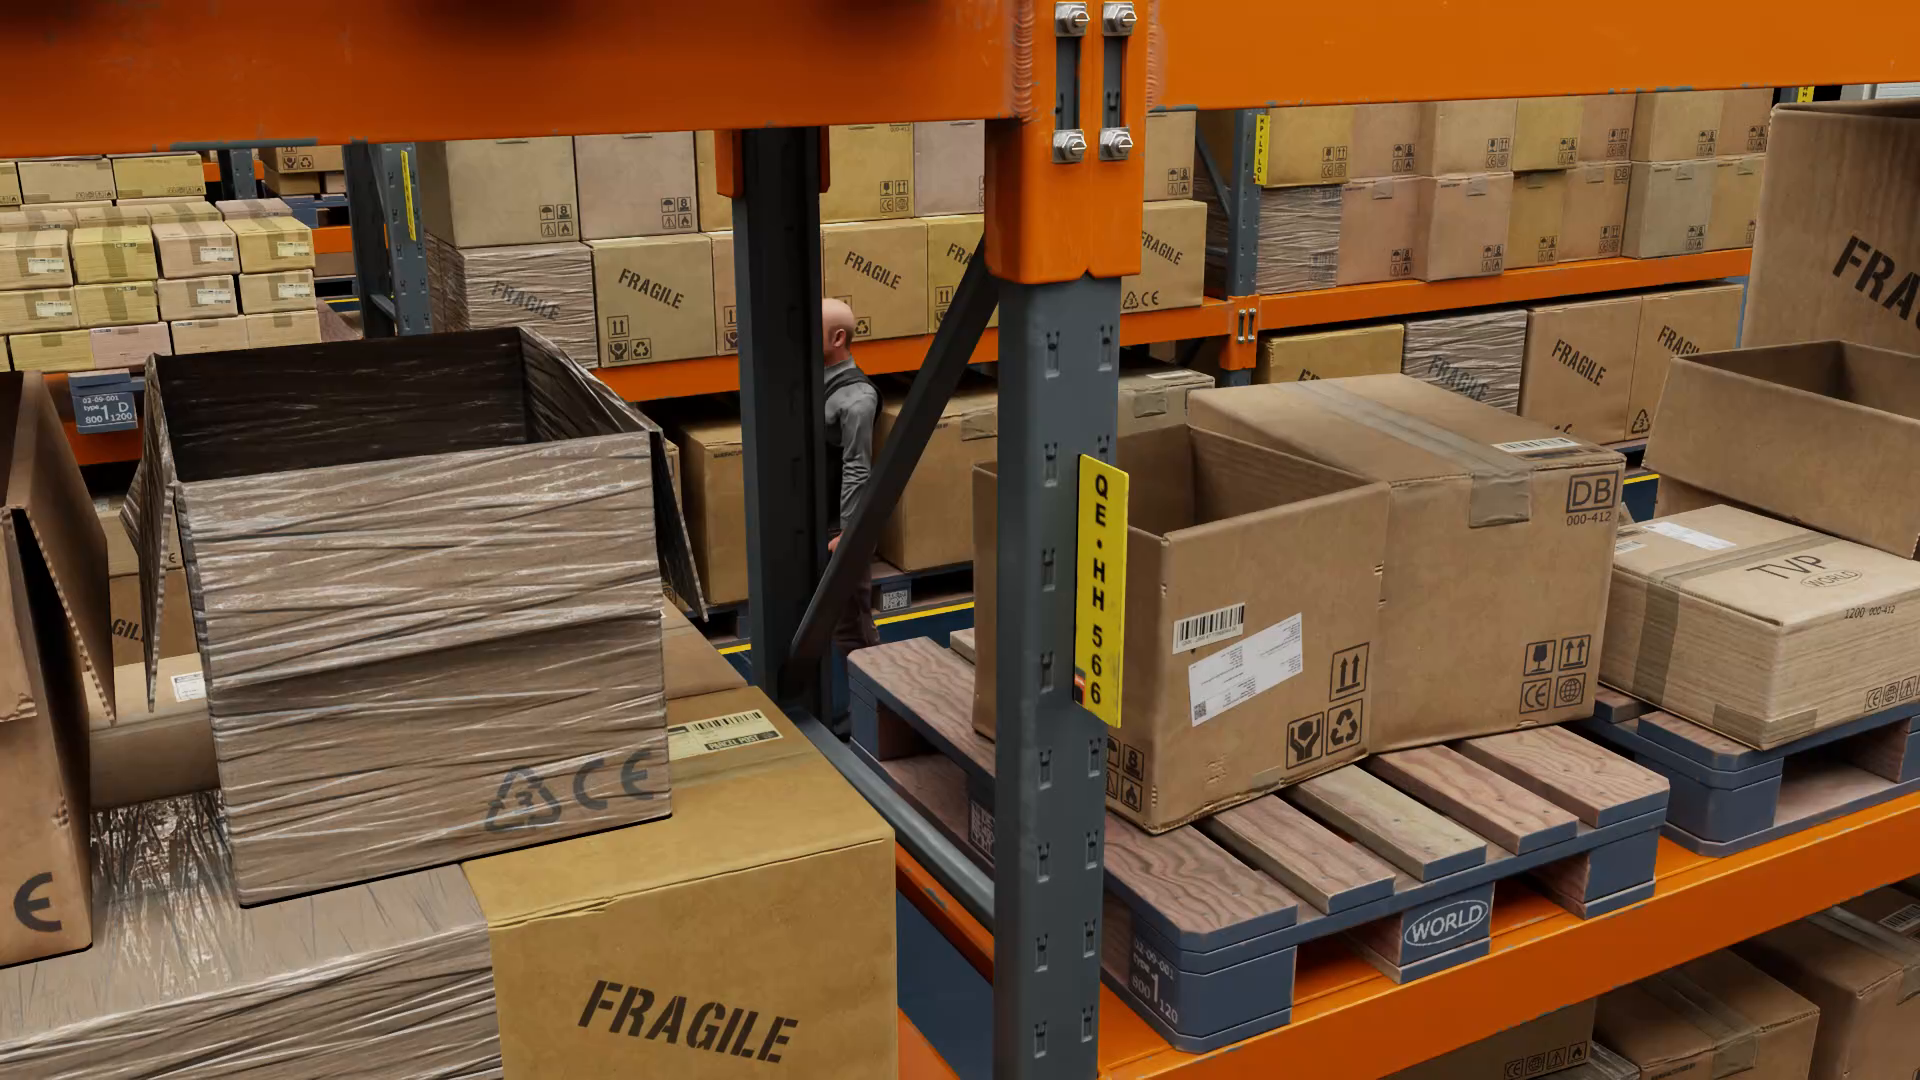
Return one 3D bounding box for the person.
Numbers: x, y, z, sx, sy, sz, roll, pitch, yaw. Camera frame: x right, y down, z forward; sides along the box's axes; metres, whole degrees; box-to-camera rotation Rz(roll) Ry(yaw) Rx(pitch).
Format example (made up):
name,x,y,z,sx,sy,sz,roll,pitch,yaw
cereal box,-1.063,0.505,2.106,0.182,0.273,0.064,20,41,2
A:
name,x,y,z,sx,sy,sz,roll,pitch,yaw
person,-0.570,-0.039,6.236,0.598,1.728,0.536,-10,21,-27
